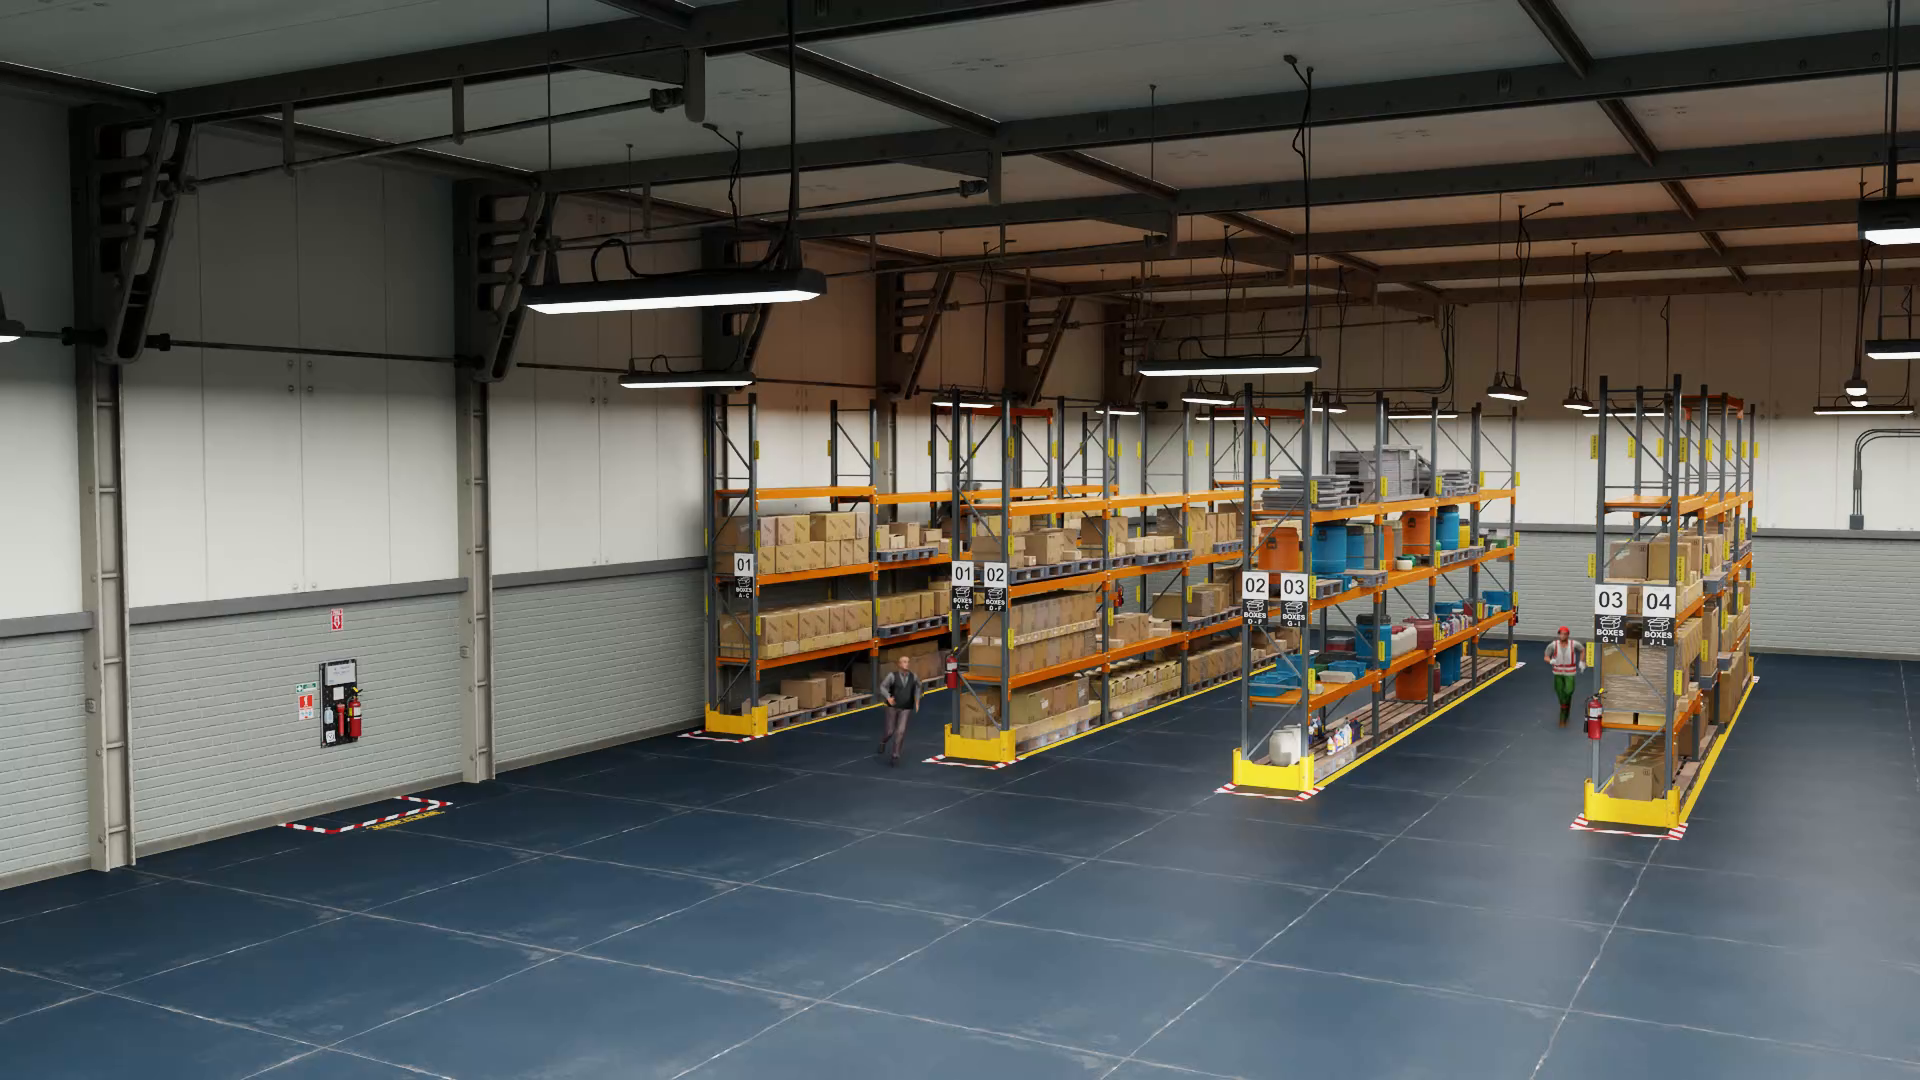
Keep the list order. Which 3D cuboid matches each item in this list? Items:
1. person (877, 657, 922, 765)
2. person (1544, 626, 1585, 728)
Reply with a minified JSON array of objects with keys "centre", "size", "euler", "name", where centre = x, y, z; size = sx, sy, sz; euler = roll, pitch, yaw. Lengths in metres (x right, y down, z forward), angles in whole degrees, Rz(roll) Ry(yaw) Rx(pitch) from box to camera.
[{"centre":[-0.938,2.715,26.730],"size":[0.714,1.676,0.891],"euler":[-1,3,-12],"name":"person"},{"centre":[11.014,2.486,30.315],"size":[0.690,1.848,0.912],"euler":[1,3,24],"name":"person"}]
